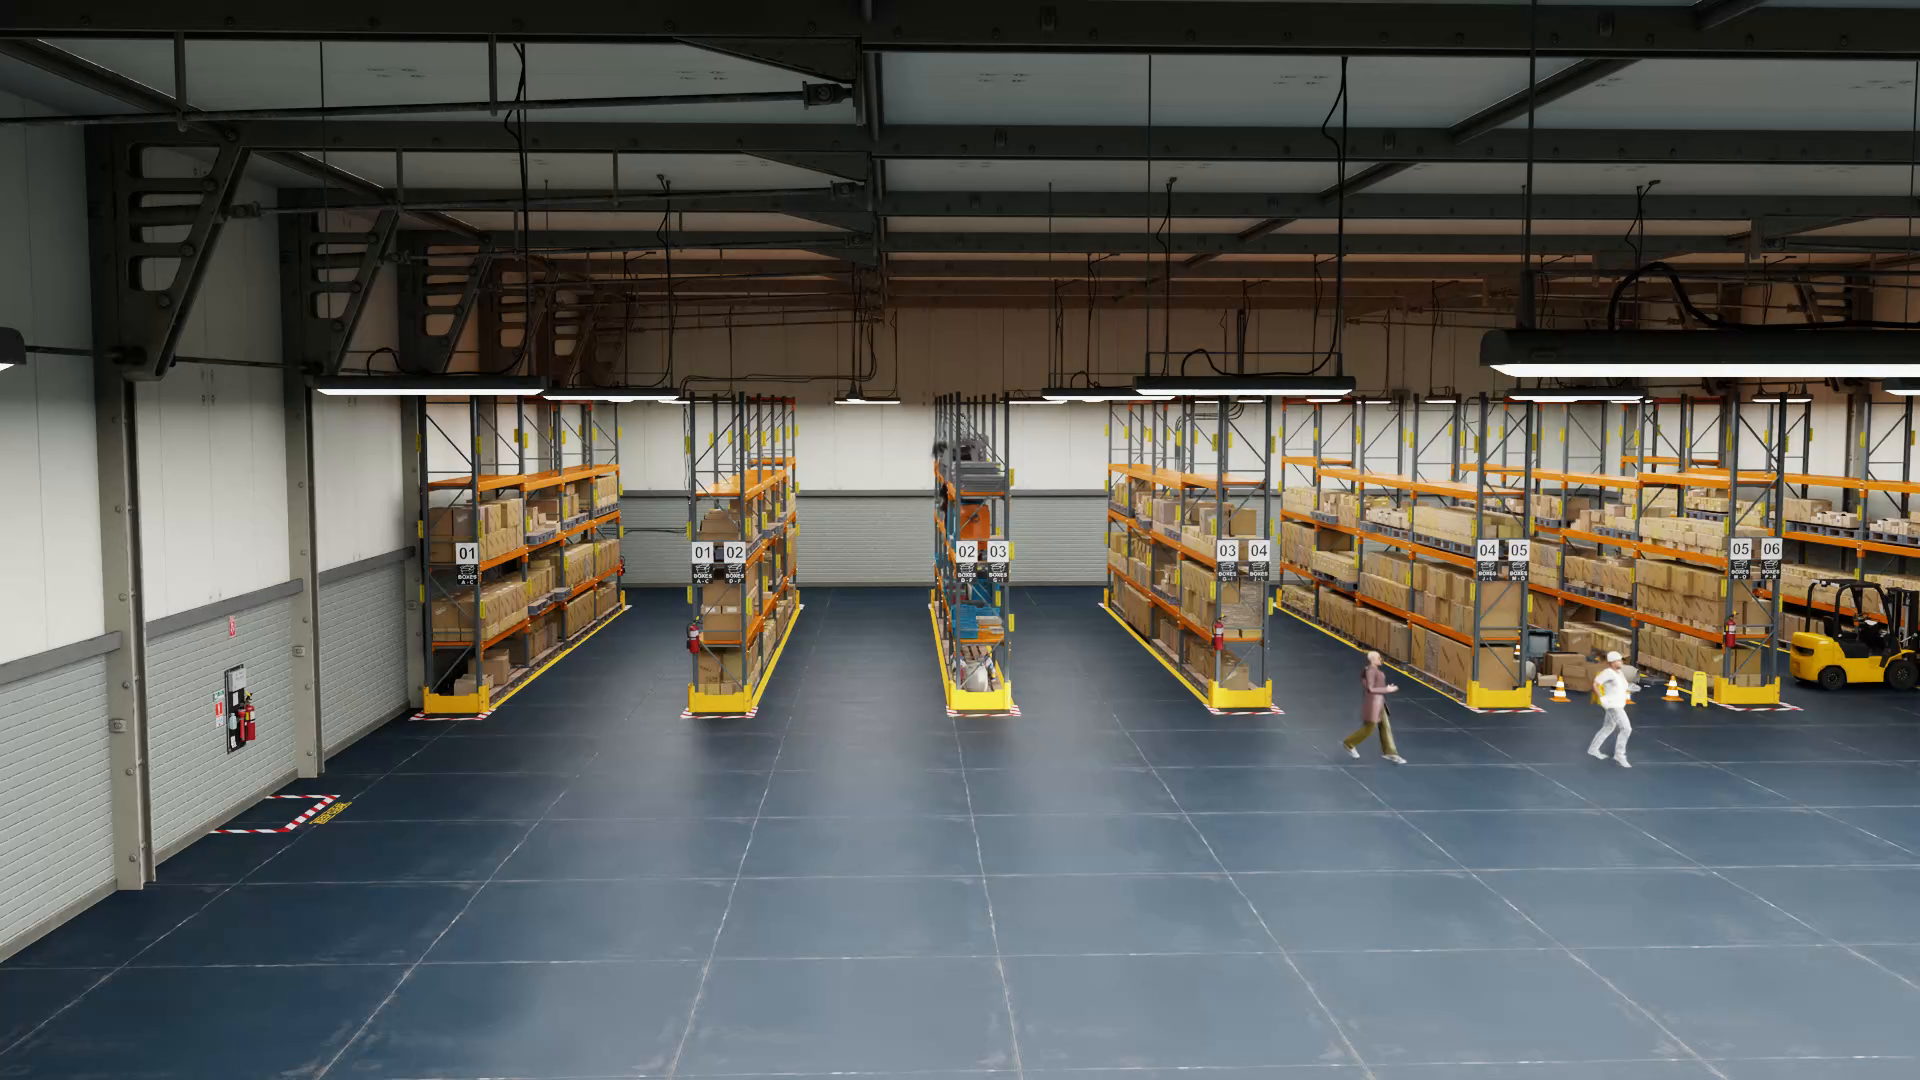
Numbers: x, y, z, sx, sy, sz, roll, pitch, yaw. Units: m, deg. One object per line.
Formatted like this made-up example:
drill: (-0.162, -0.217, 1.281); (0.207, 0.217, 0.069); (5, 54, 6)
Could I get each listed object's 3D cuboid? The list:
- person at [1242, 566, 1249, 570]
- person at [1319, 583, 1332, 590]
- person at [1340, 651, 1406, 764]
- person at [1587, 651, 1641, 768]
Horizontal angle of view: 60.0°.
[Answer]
person: (7.948, 1.128, 46.289); (0.717, 1.801, 0.974); (0, 5, -3)
person: (10.612, 1.048, 48.752); (0.610, 1.539, 0.754); (-3, 6, -36)
person: (6.633, 2.674, 26.673); (1.040, 1.791, 0.708); (2, 5, 25)
person: (10.455, 2.703, 26.595); (0.781, 1.847, 0.660); (3, 5, 30)
